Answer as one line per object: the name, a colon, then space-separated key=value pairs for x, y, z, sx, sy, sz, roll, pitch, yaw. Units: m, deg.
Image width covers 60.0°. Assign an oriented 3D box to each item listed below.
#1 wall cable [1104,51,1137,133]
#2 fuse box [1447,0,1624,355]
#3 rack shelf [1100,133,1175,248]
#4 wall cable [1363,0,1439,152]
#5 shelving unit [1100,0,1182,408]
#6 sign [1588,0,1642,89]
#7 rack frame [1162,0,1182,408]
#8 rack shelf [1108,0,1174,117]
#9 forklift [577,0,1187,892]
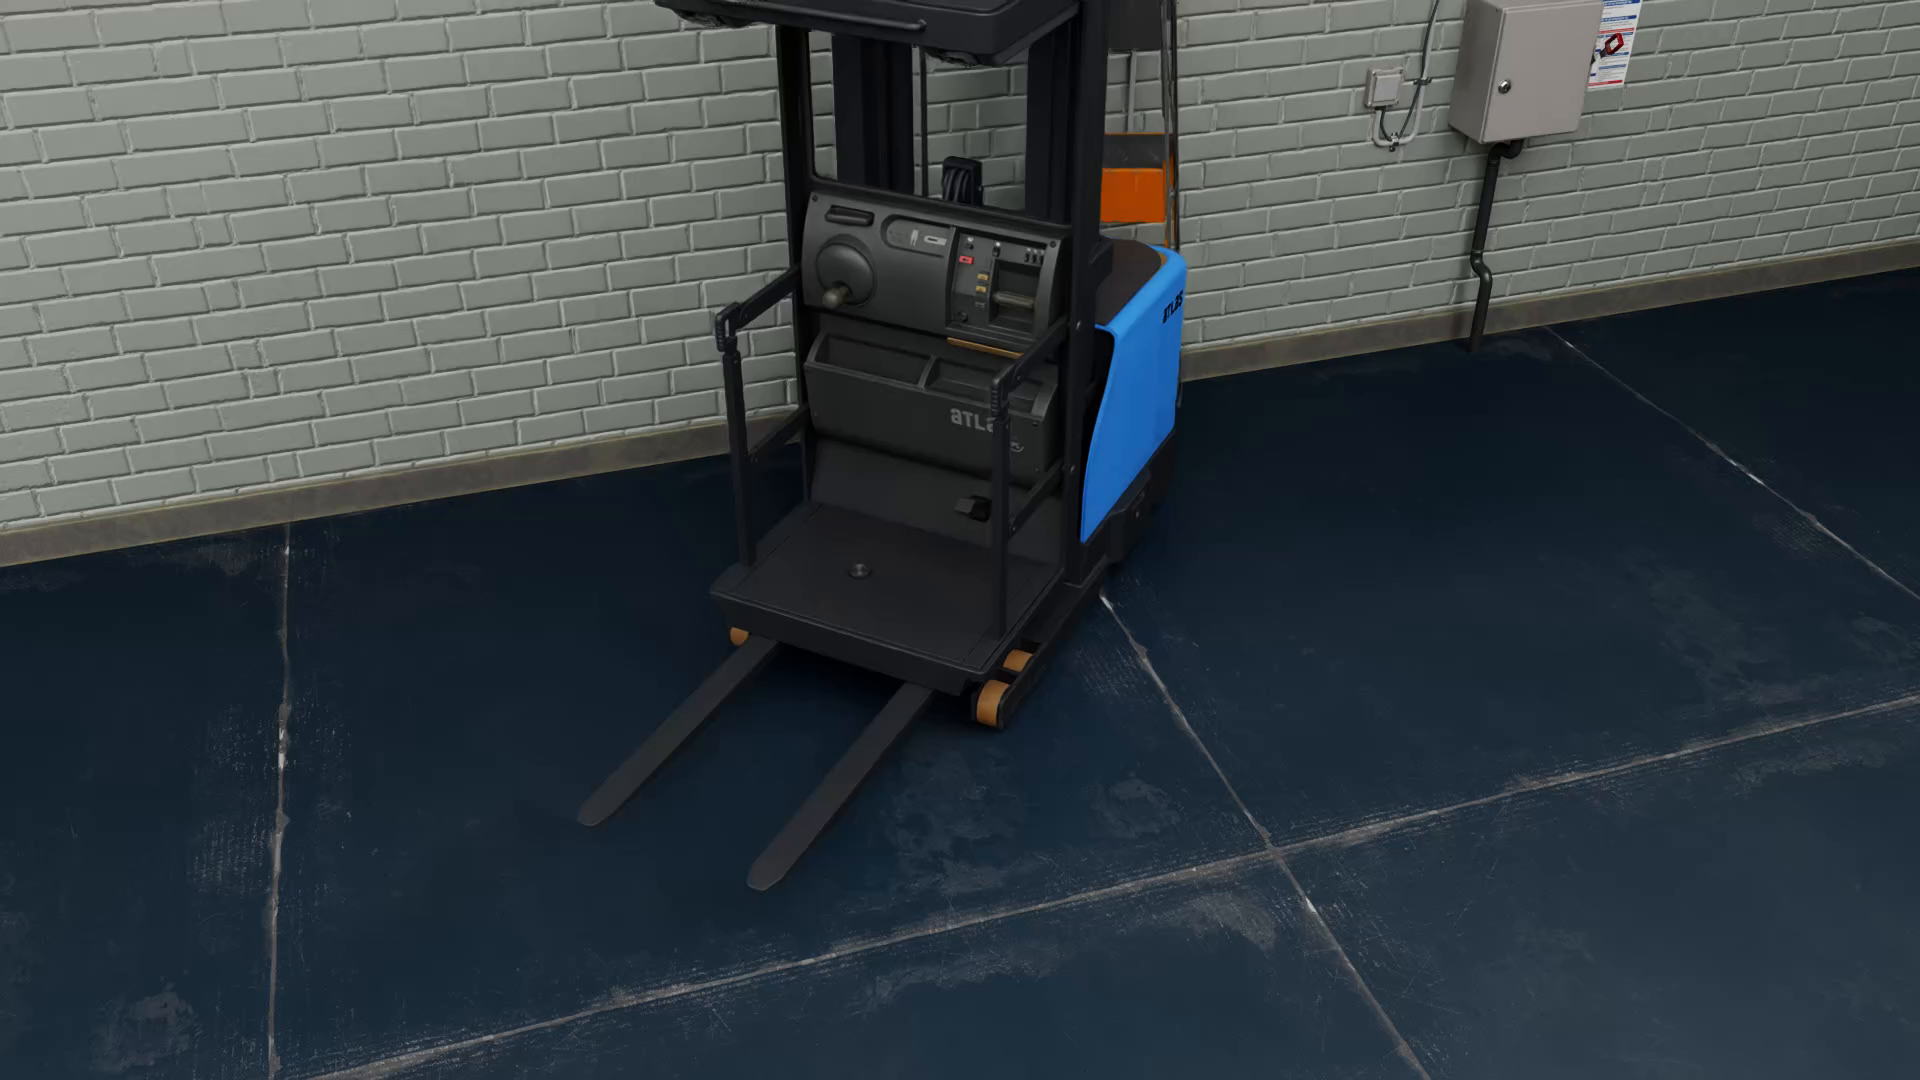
wall cable: x=0.501 y=-2.320 z=6.591 sx=0.585 sy=1.953 sz=0.123 roll=-10 pitch=35 yaw=-15
fuse box: x=2.546 y=-1.622 z=7.653 sx=0.539 sy=1.711 sz=0.414 roll=-10 pitch=35 yaw=-15
rack shelf: x=0.637 y=-1.398 z=6.893 sx=0.480 sy=0.518 sz=0.431 roll=3 pitch=35 yaw=12
wall cable: x=1.848 y=-2.552 z=6.969 sx=0.588 sy=1.984 sz=0.122 roll=-10 pitch=35 yaw=-15
shelving unit: x=0.636 y=-1.409 z=6.885 sx=0.503 sy=2.100 sz=0.431 roll=3 pitch=35 yaw=12
sign: x=2.953 y=-2.312 z=7.614 sx=0.329 sy=0.494 sz=0.001 roll=-10 pitch=35 yaw=-15
rack frame: x=0.874 y=-1.399 z=6.833 sx=0.015 sy=2.100 sz=0.400 roll=3 pitch=35 yaw=12
rack shelf: x=0.577 y=-1.976 z=6.502 sx=0.480 sy=0.518 sz=0.431 roll=3 pitch=35 yaw=12
forklift: x=-0.199 y=-0.850 z=5.378 sx=1.130 sy=2.935 sz=3.031 roll=15 pitch=36 yaw=22
